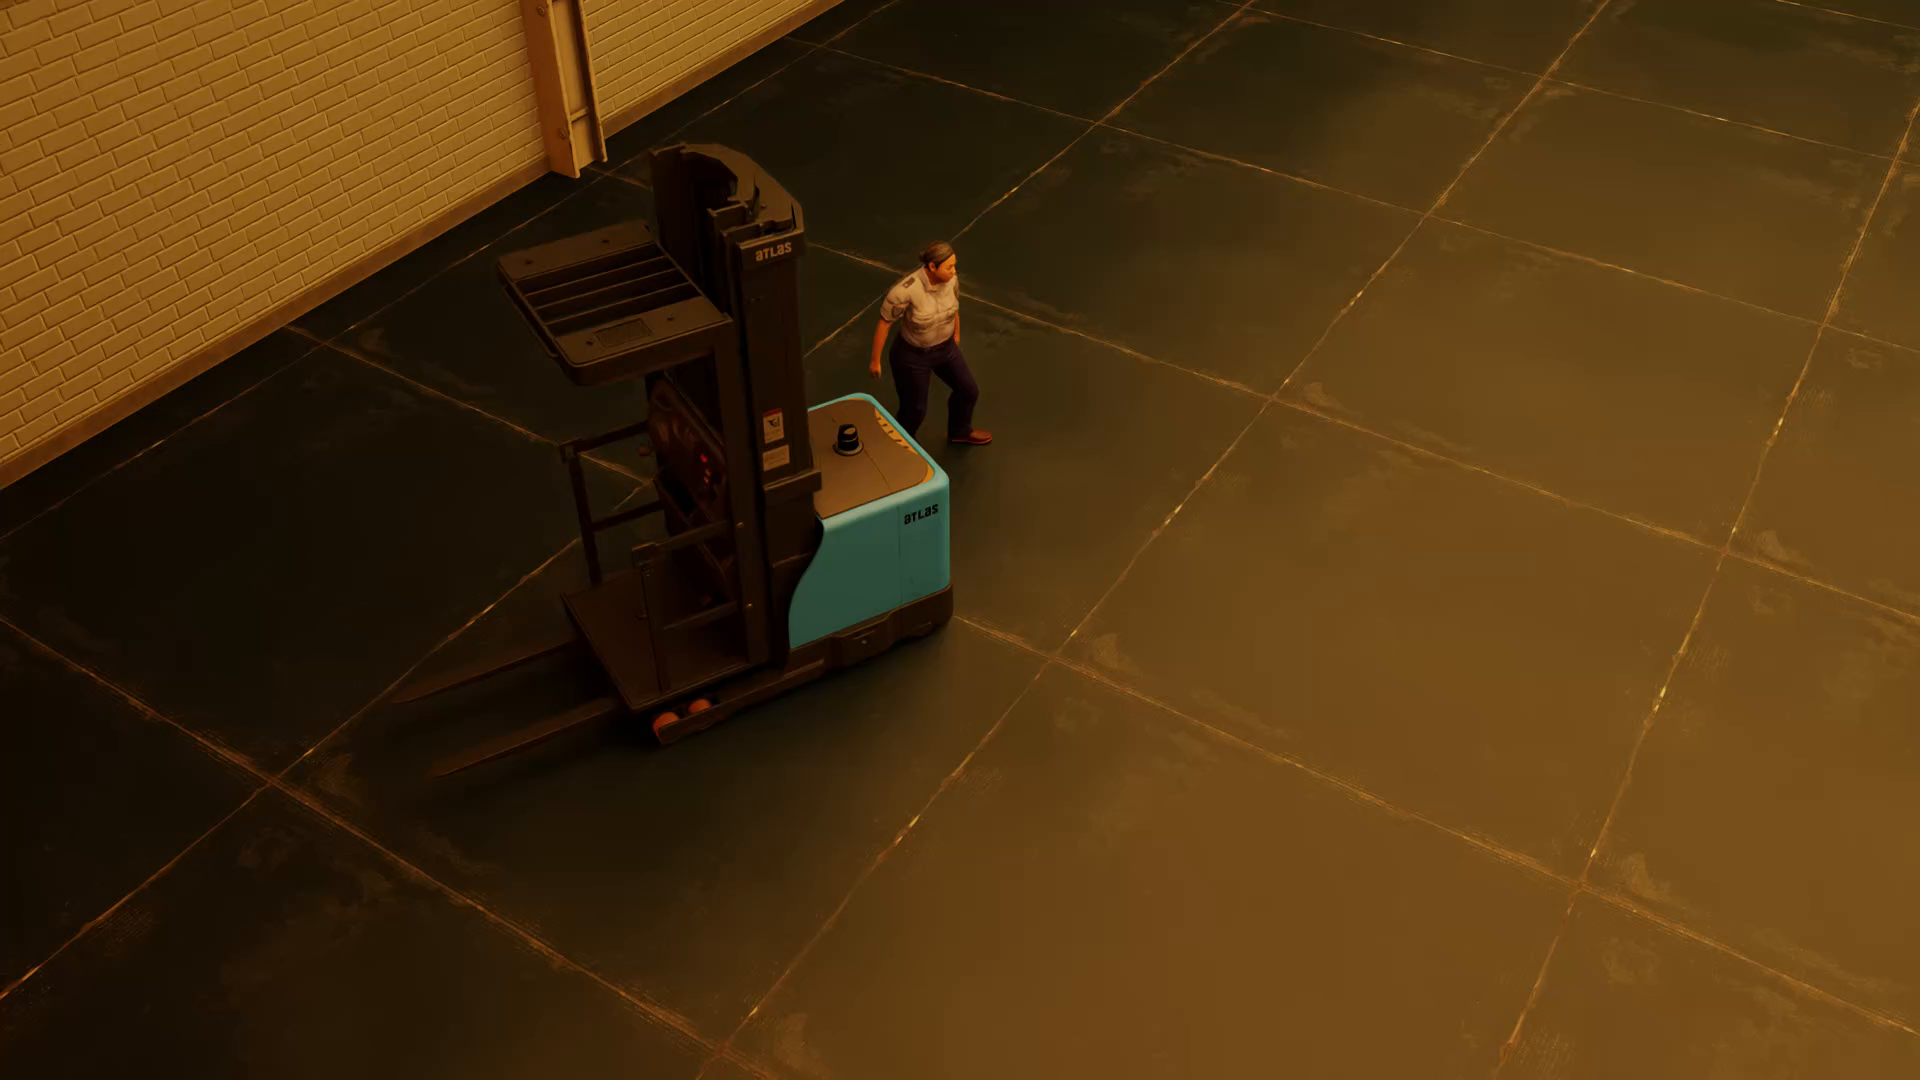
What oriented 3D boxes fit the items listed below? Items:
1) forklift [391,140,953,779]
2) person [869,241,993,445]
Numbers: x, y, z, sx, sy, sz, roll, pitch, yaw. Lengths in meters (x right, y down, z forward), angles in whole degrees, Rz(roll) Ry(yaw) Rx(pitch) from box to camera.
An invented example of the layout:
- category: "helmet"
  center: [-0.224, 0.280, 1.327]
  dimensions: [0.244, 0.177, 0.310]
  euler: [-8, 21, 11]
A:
- category: "forklift"
  center: [-1.573, -0.419, 8.461]
  dimensions: [3.031, 2.935, 1.130]
  euler: [-21, 45, -23]
- category: "person"
  center: [-0.193, -1.180, 10.398]
  dimensions: [0.827, 1.624, 0.395]
  euler: [-26, 47, -28]
